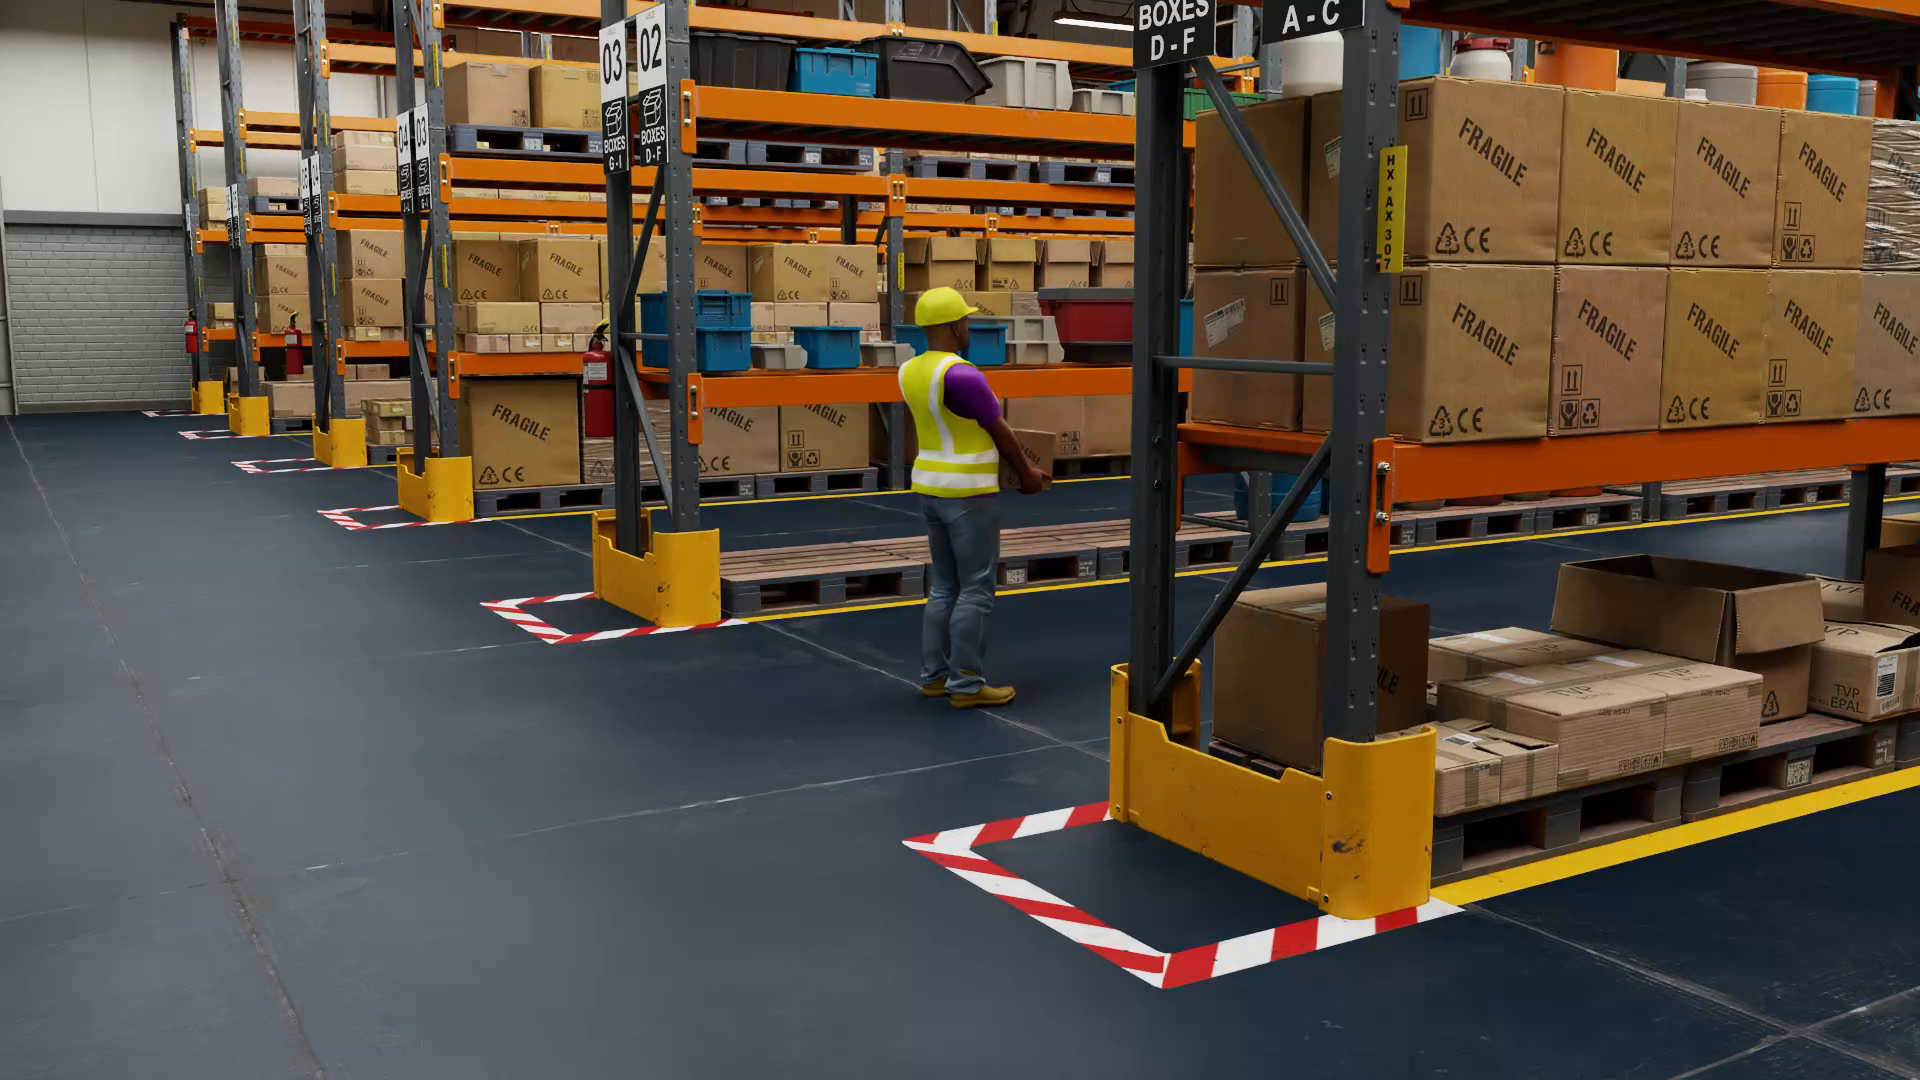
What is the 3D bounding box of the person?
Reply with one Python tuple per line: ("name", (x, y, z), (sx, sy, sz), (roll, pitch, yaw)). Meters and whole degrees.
("person", (0.069, -0.192, 7.113), (0.585, 1.760, 0.503), (-5, 9, -30))
